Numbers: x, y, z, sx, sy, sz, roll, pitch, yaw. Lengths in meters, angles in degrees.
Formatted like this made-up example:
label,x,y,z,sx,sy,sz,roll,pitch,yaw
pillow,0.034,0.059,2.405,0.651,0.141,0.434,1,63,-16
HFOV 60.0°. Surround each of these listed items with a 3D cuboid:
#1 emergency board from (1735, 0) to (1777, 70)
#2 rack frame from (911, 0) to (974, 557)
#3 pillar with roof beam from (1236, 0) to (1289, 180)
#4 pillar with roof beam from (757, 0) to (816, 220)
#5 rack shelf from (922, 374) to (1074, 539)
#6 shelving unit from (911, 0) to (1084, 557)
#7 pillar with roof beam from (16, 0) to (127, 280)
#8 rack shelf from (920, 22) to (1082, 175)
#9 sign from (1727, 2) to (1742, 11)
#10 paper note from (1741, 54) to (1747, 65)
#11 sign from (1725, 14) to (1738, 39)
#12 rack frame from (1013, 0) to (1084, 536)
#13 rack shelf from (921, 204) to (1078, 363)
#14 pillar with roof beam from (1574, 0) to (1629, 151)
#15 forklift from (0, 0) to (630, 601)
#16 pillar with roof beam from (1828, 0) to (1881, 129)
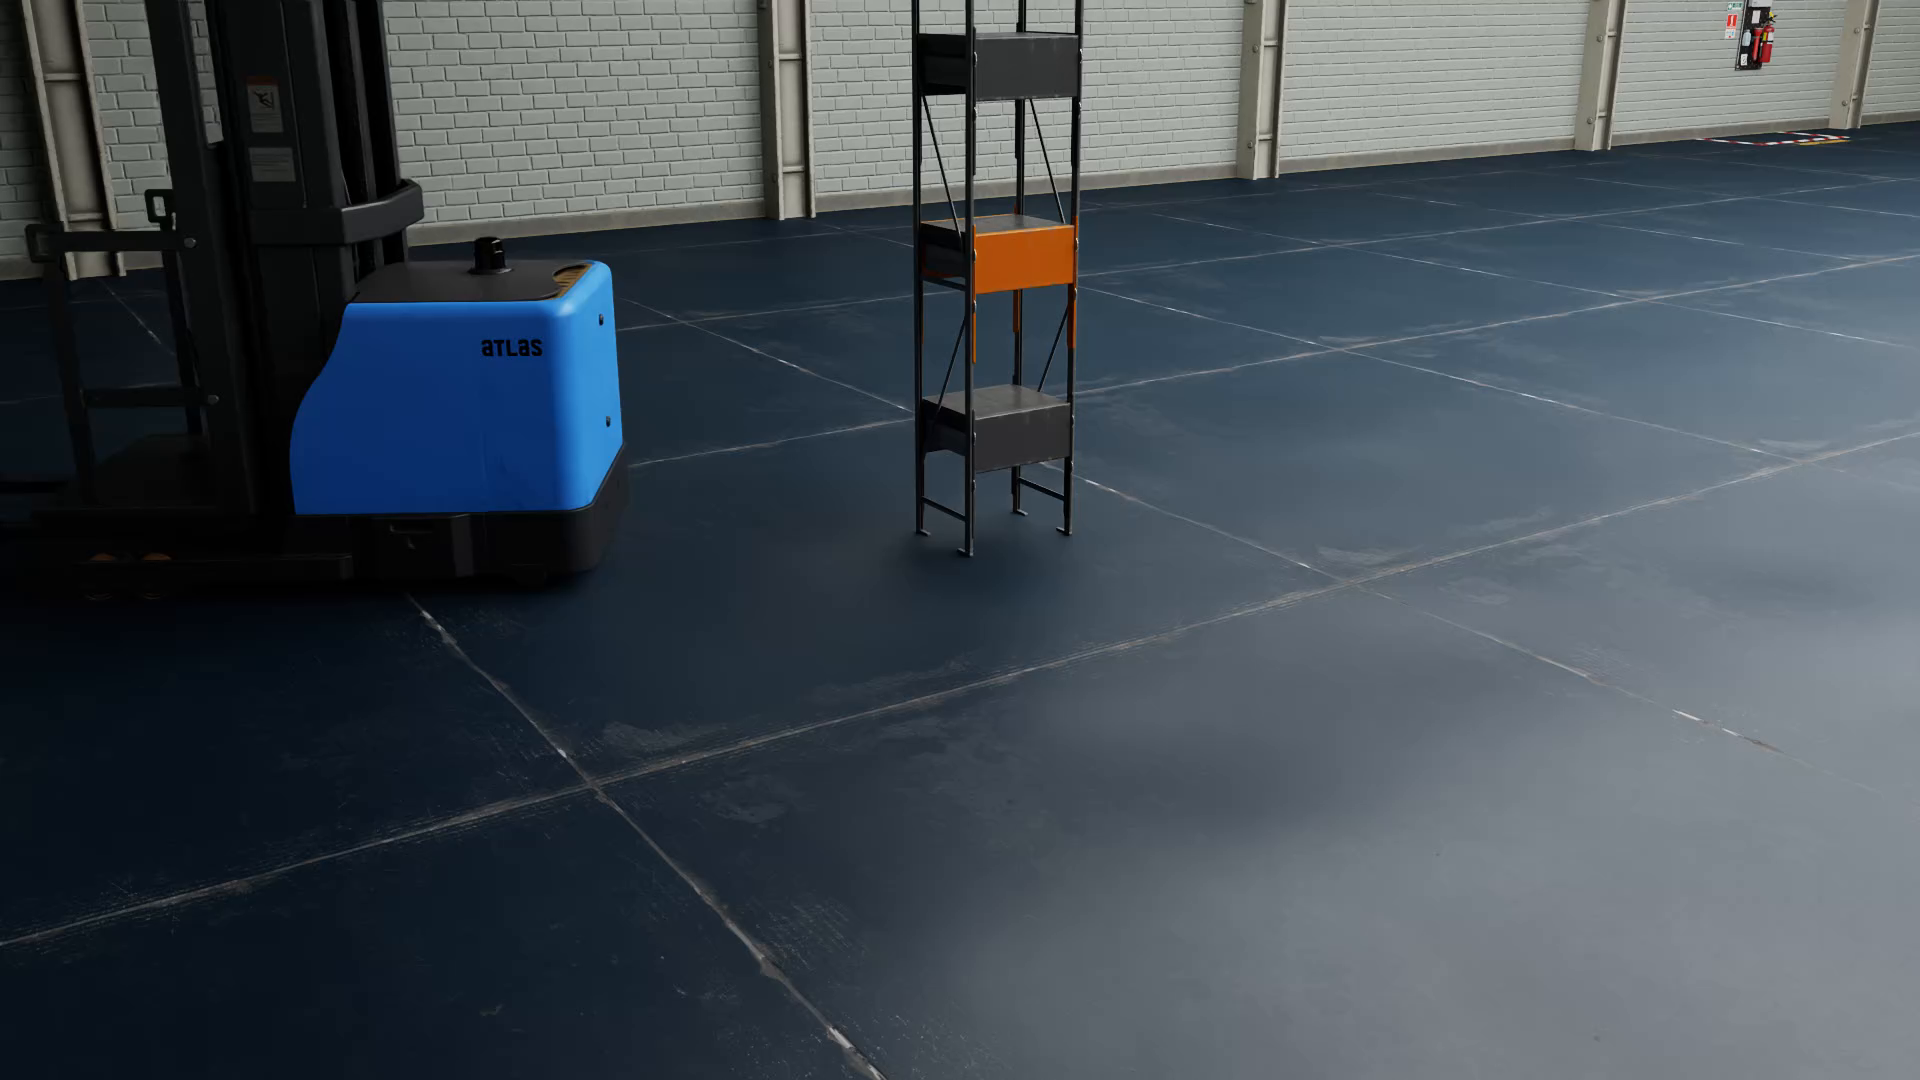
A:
label,x,y,z,sx,sy,sz,roll,pitch,yaw
emergency board,11.328,-7.254,23.518,0.643,1.169,0.194,-12,22,-31
rack frame,-0.066,-0.981,6.368,0.015,2.100,0.400,-12,22,-31
pillar with roof beam,5.758,-7.256,14.157,0.400,9.000,9.100,-12,22,-31
pillar with roof beam,0.747,-6.199,11.031,0.400,9.000,9.100,-12,22,-31
rack shelf,0.138,-0.348,6.723,0.480,0.518,0.431,-12,22,-31
shelving unit,0.138,-1.024,6.495,0.503,2.100,0.431,-12,22,-31
pillar with roof beam,-4.264,-5.142,7.905,0.400,9.000,9.100,-12,22,-31
rack shelf,0.138,-1.674,6.275,0.480,0.518,0.431,-12,22,-31
sign,10.818,-7.451,23.217,0.331,0.109,0.001,-12,22,-31
paper note,11.142,-6.824,23.622,0.142,0.148,0.016,-12,22,-31
sign,10.809,-7.201,23.306,0.234,0.329,0.001,-12,22,-31
rack frame,0.342,-1.067,6.622,0.015,2.100,0.400,-12,22,-31
rack shelf,0.138,-1.011,6.499,0.480,0.518,0.431,-12,22,-31
pillar with roof beam,10.769,-8.313,17.283,0.400,9.000,9.100,-12,22,-31
forklift,-2.893,-1.341,6.134,3.031,2.935,1.130,-1,19,-3
pillar with roof beam,15.780,-9.370,20.409,0.400,9.000,9.100,-12,22,-31
